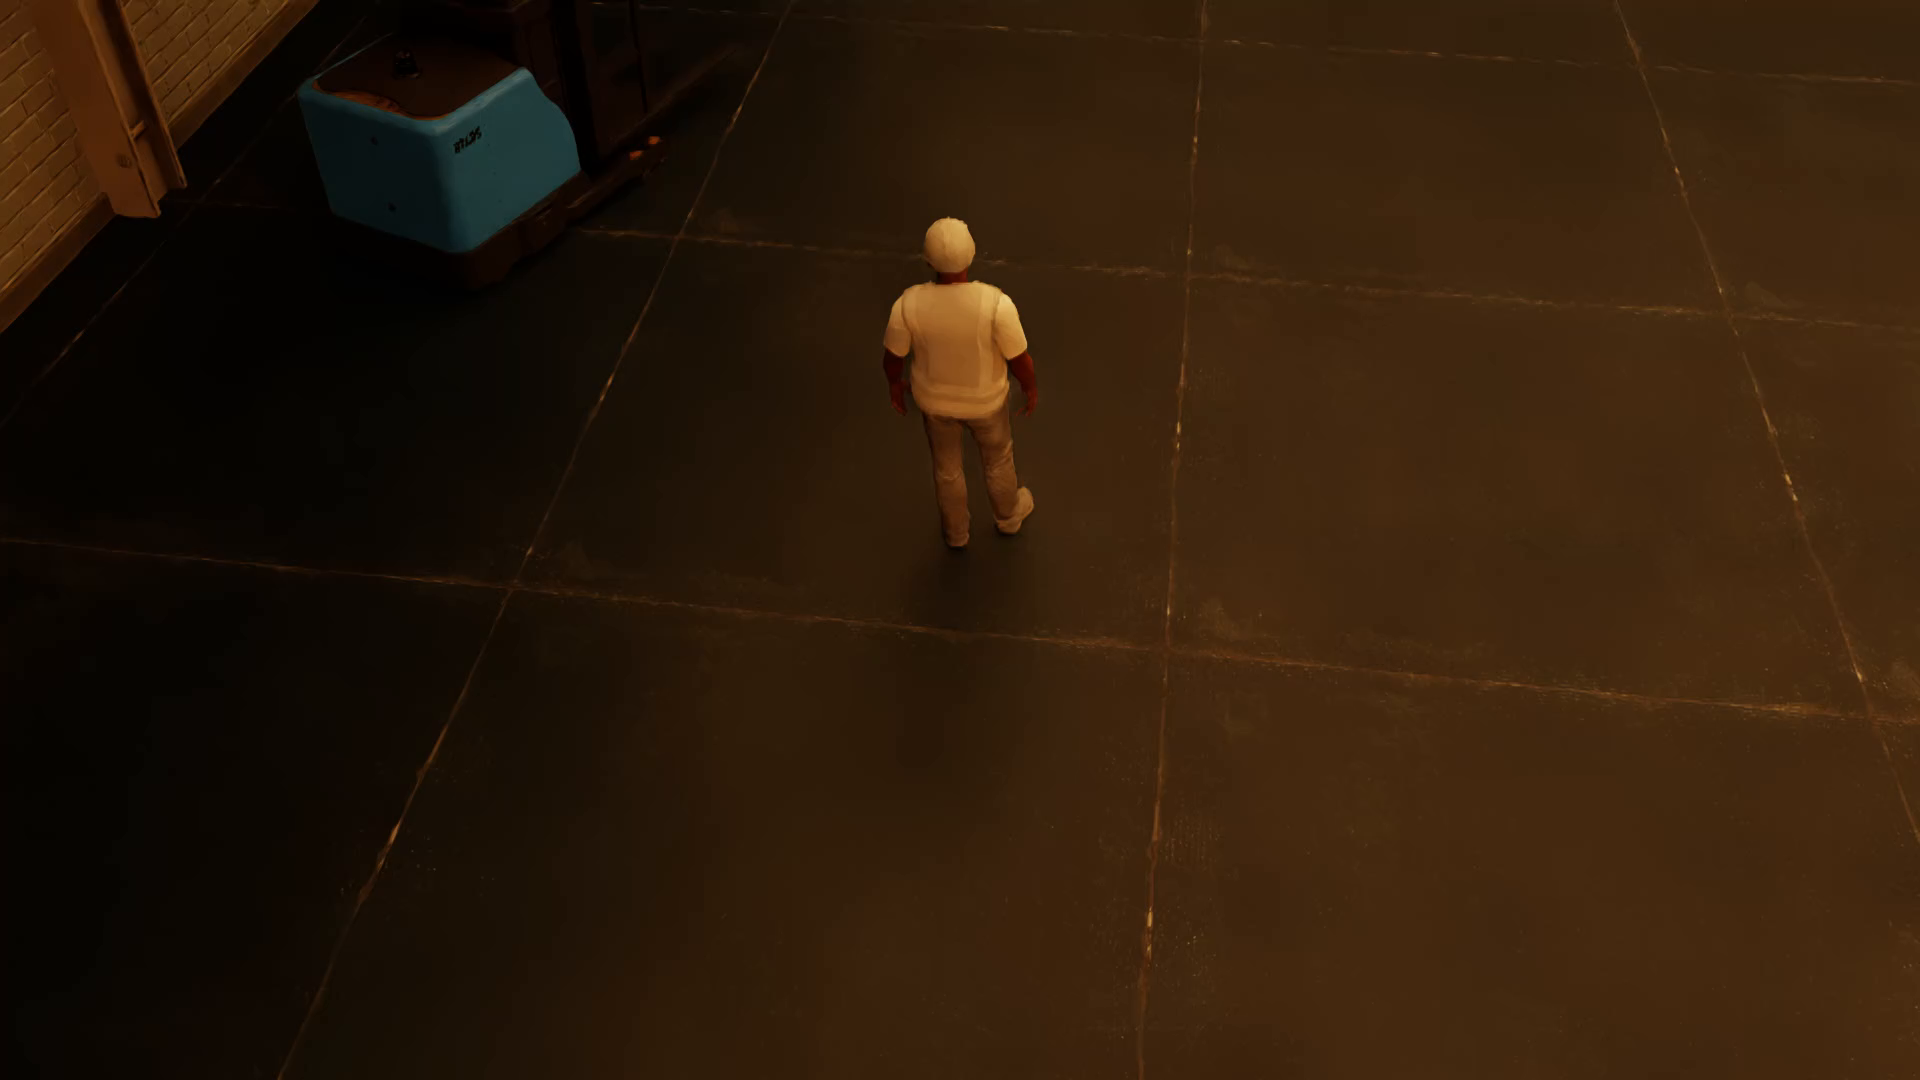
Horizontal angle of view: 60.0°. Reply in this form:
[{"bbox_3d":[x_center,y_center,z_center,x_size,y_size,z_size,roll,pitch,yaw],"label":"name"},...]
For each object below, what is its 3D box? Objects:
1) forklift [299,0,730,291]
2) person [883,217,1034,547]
[{"bbox_3d":[-2.502,-3.472,9.504,1.130,2.935,3.031,18,45,18],"label":"forklift"},{"bbox_3d":[0.015,-0.702,7.339,0.644,1.766,0.576,5,43,6],"label":"person"}]
